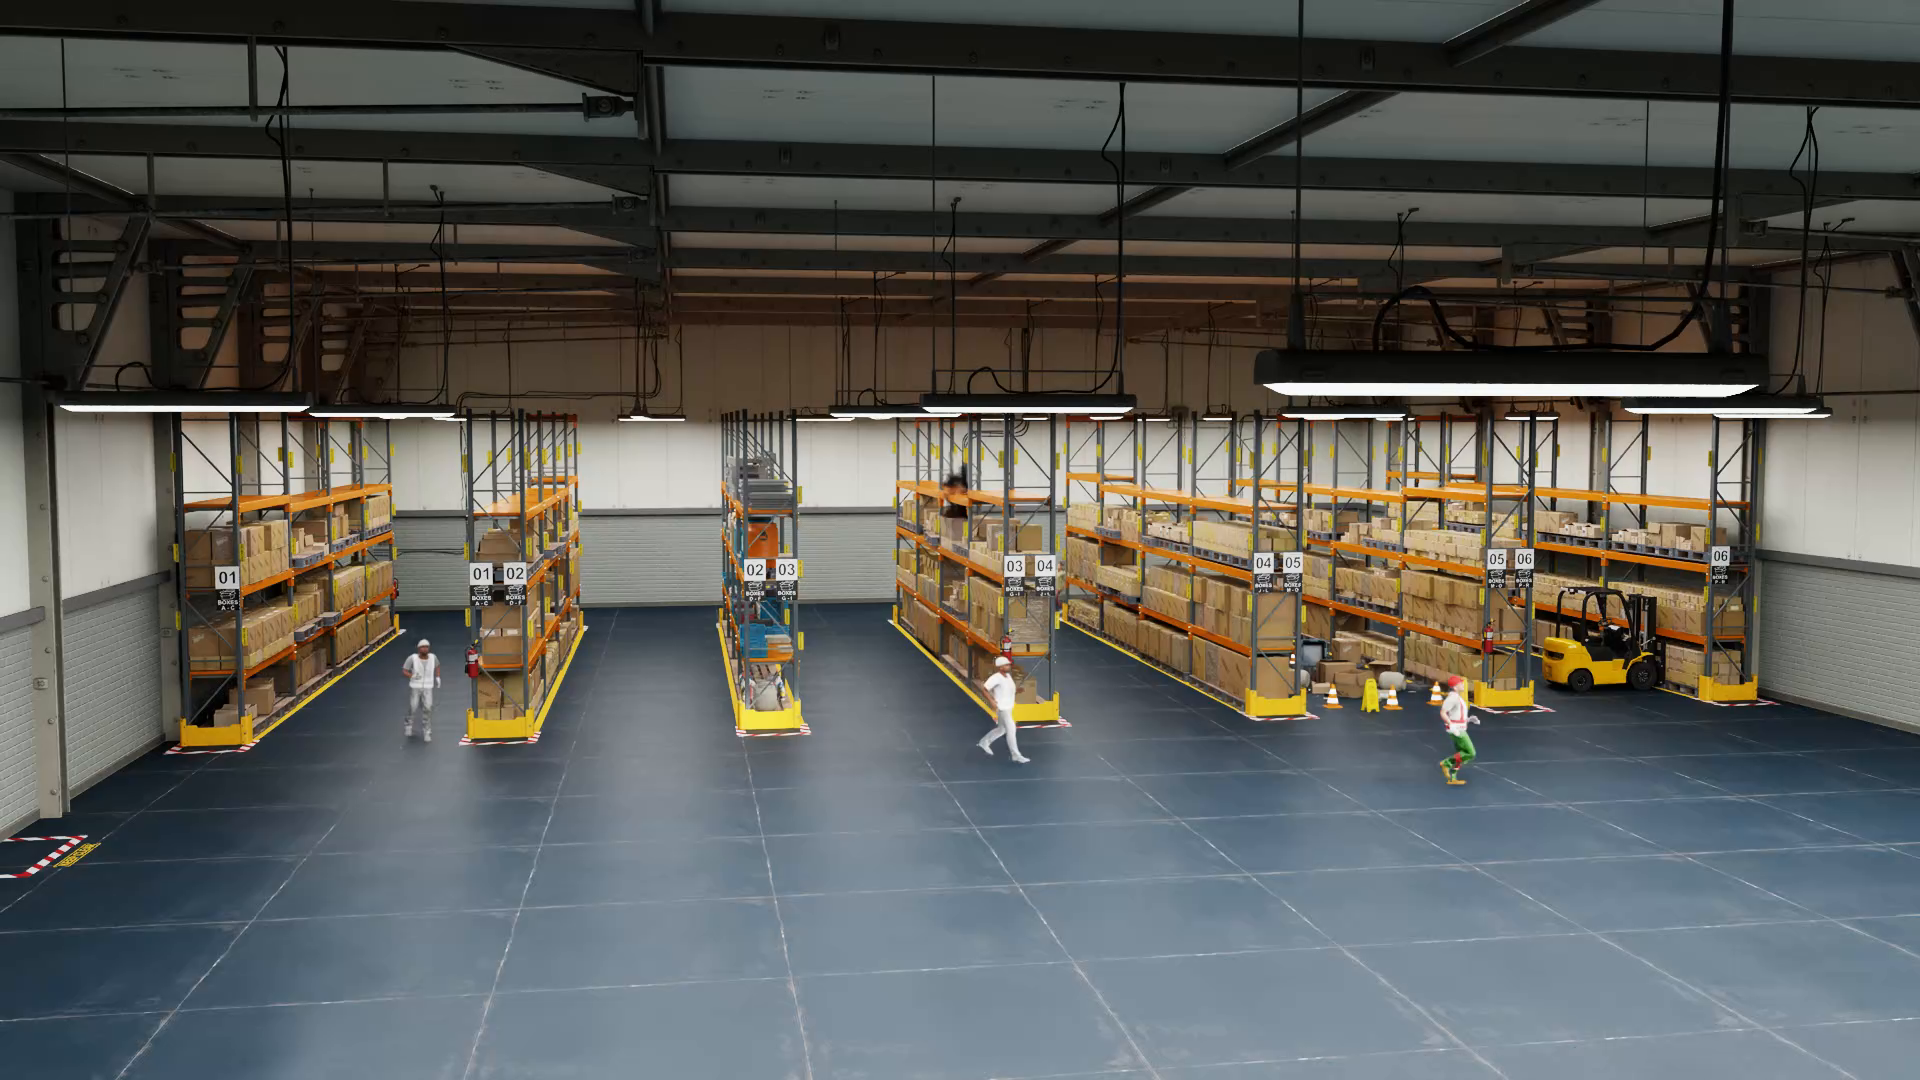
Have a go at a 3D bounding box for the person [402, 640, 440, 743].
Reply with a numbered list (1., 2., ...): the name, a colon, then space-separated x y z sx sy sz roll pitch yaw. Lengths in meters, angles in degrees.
1. person: -9.762 2.713 30.217 0.712 1.822 0.834 -2 5 -30

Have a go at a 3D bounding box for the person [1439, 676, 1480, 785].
1. person: 7.909 3.020 26.319 0.583 1.744 0.664 2 4 23

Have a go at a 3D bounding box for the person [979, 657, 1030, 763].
1. person: 0.744 2.848 28.159 0.983 1.750 0.701 2 4 24

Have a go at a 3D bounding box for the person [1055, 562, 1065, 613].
1. person: 2.895 1.454 49.325 0.933 1.630 0.634 -3 5 -38
